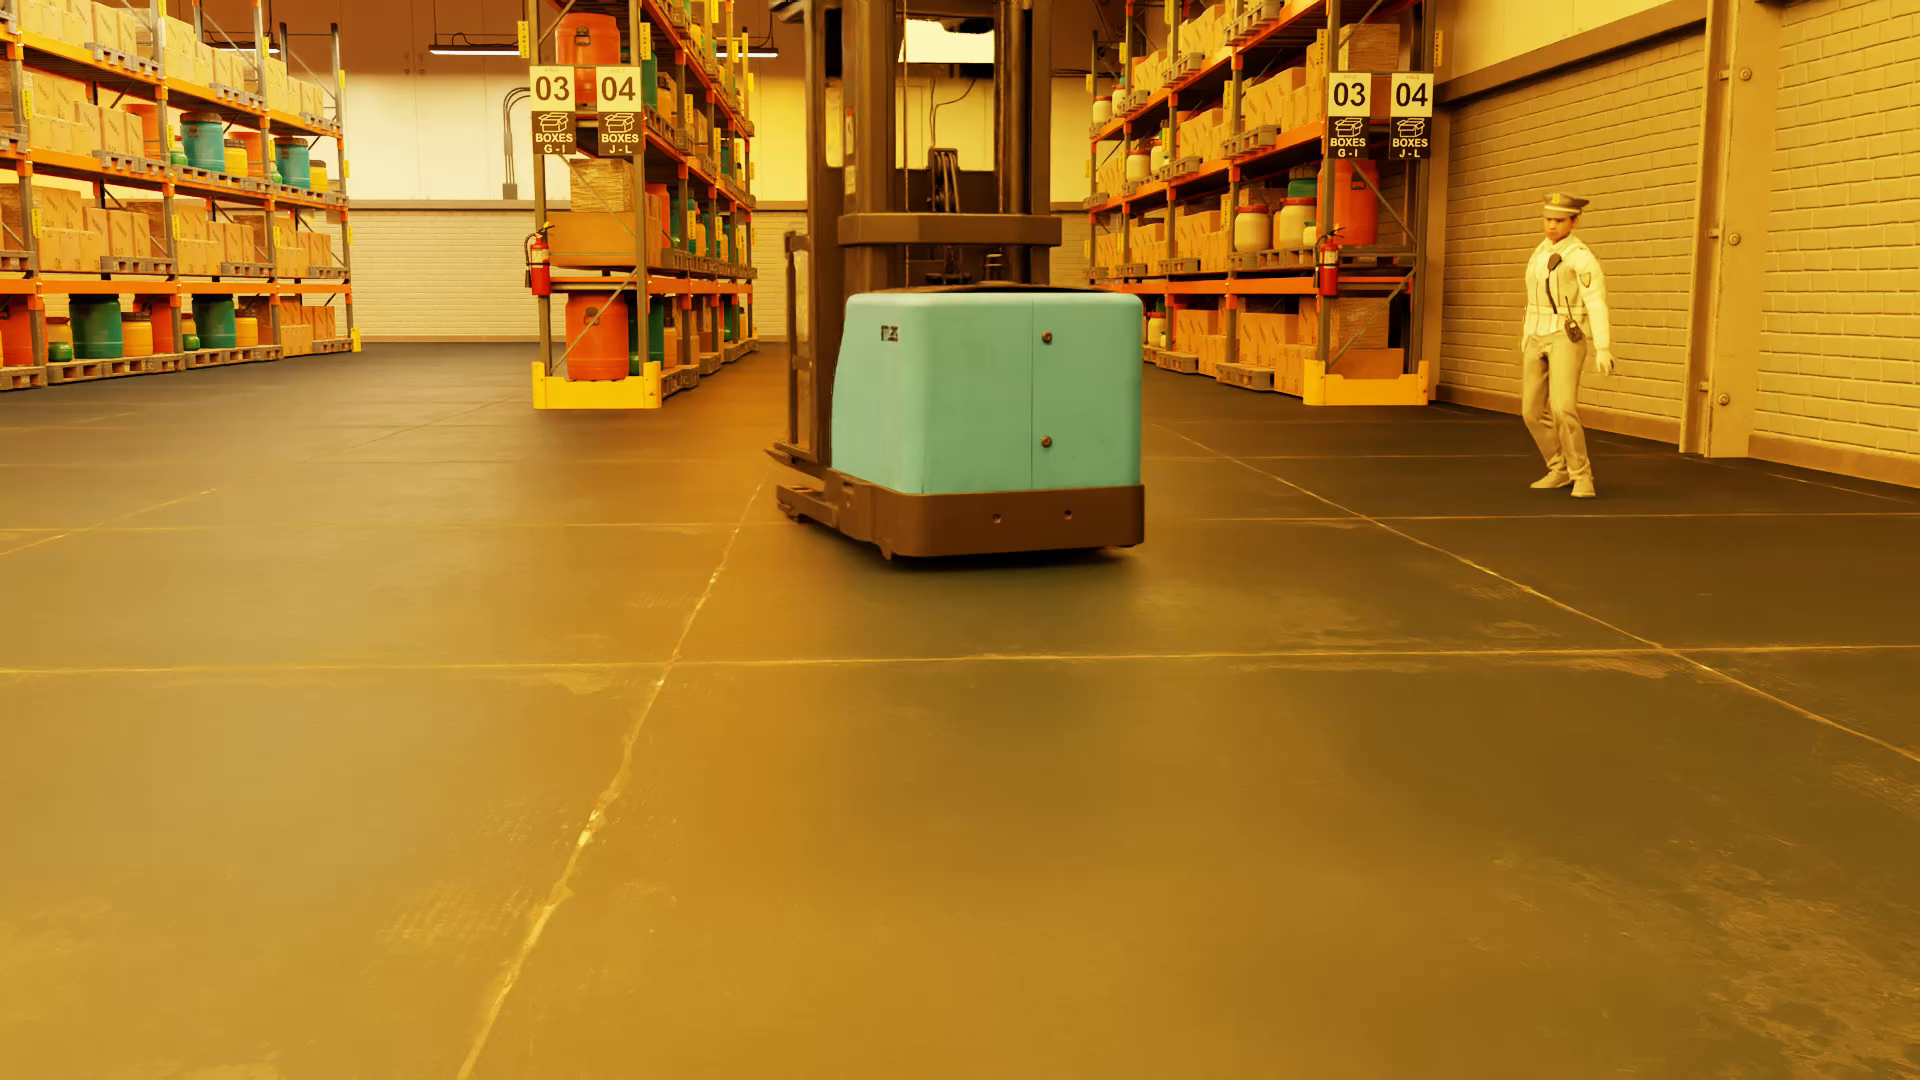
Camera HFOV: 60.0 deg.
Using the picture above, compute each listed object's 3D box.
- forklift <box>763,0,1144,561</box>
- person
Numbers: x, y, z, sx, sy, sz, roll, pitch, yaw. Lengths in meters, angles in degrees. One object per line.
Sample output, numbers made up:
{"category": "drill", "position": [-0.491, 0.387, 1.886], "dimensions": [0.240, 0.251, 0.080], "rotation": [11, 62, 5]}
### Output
{"category": "forklift", "position": [-0.242, -1.544, 7.727], "dimensions": [1.130, 2.935, 3.031], "rotation": [-3, 9, -20]}
{"category": "person", "position": [3.284, -1.058, 9.070], "dimensions": [0.423, 1.643, 0.810], "rotation": [-2, 9, -13]}
